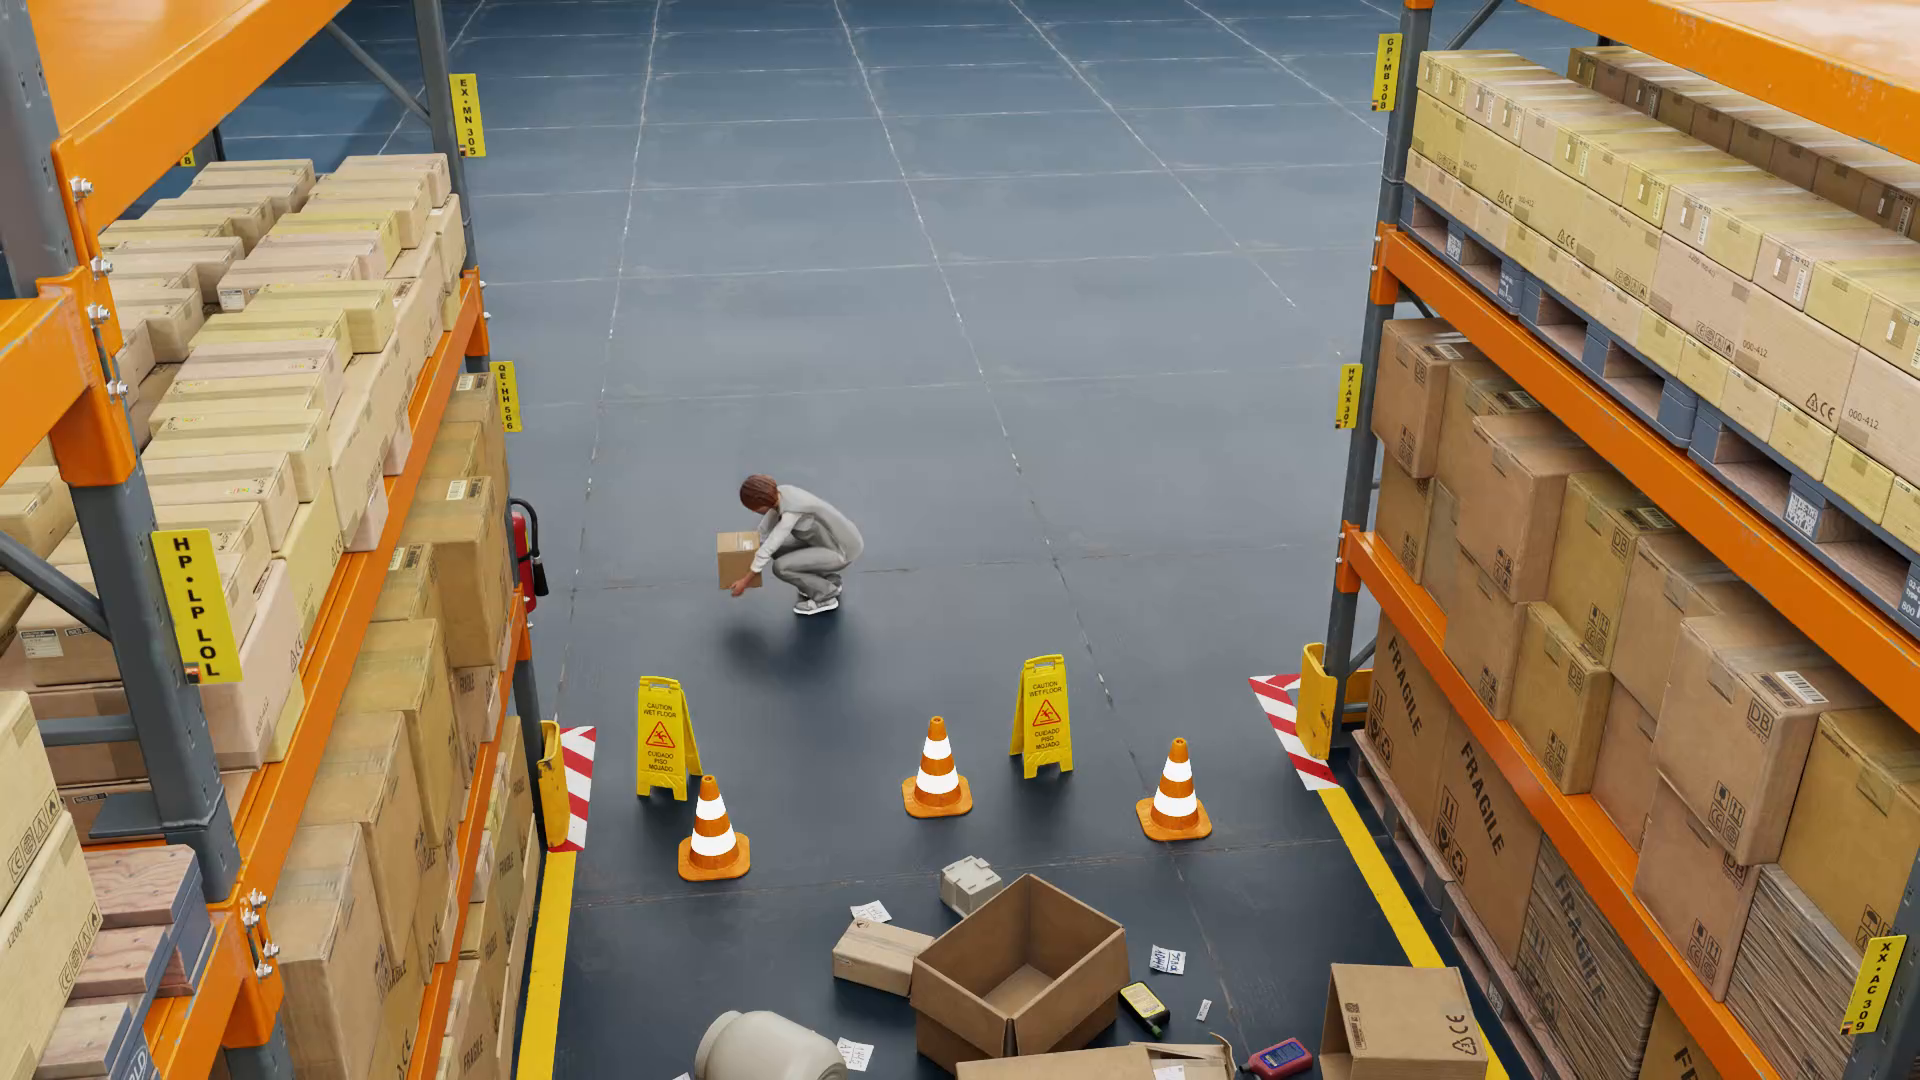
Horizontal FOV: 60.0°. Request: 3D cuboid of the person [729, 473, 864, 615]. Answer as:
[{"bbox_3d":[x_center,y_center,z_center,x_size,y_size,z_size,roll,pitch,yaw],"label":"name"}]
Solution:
[{"bbox_3d":[-0.981,-0.002,9.881,0.817,0.882,0.432,-4,28,-8],"label":"person"}]
